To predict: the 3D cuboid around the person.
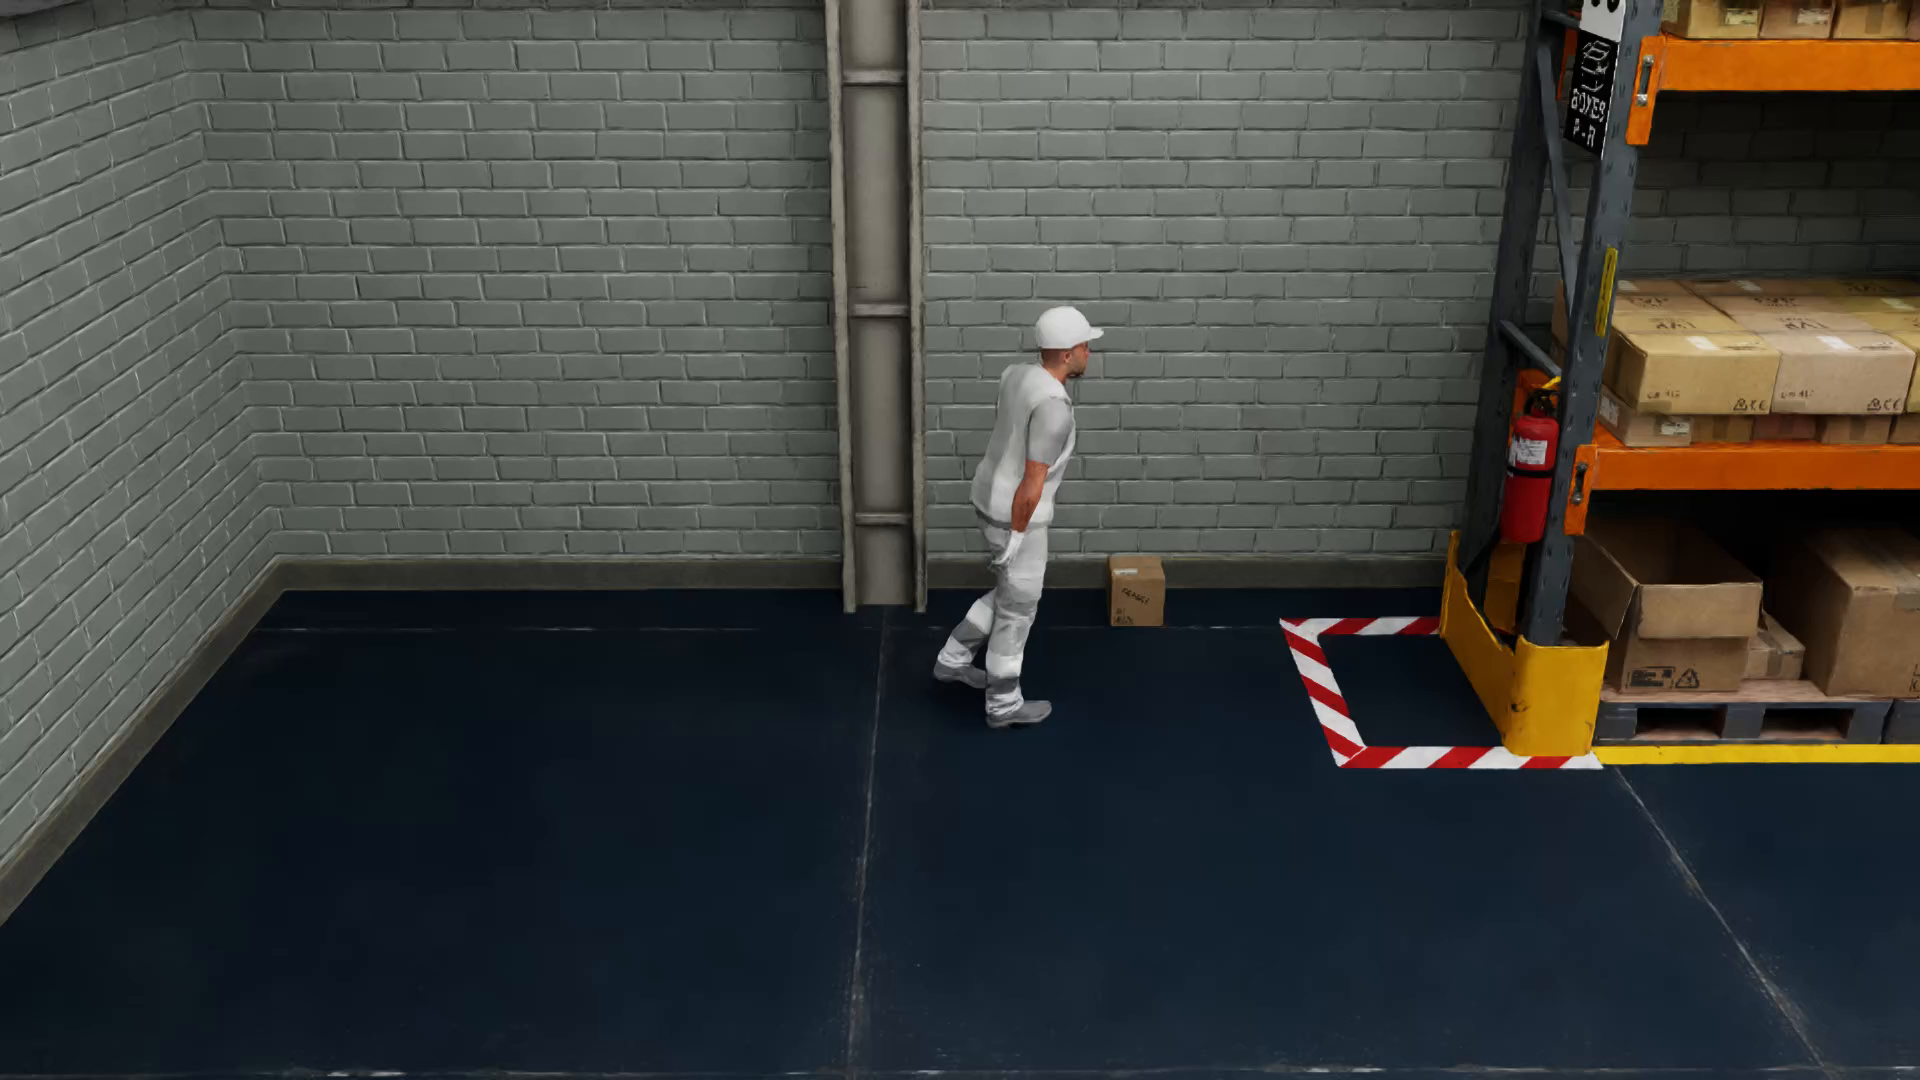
[{"bbox_3d":[0.215,-0.058,6.780,0.630,1.714,0.535,-8,25,-17],"label":"person"}]
